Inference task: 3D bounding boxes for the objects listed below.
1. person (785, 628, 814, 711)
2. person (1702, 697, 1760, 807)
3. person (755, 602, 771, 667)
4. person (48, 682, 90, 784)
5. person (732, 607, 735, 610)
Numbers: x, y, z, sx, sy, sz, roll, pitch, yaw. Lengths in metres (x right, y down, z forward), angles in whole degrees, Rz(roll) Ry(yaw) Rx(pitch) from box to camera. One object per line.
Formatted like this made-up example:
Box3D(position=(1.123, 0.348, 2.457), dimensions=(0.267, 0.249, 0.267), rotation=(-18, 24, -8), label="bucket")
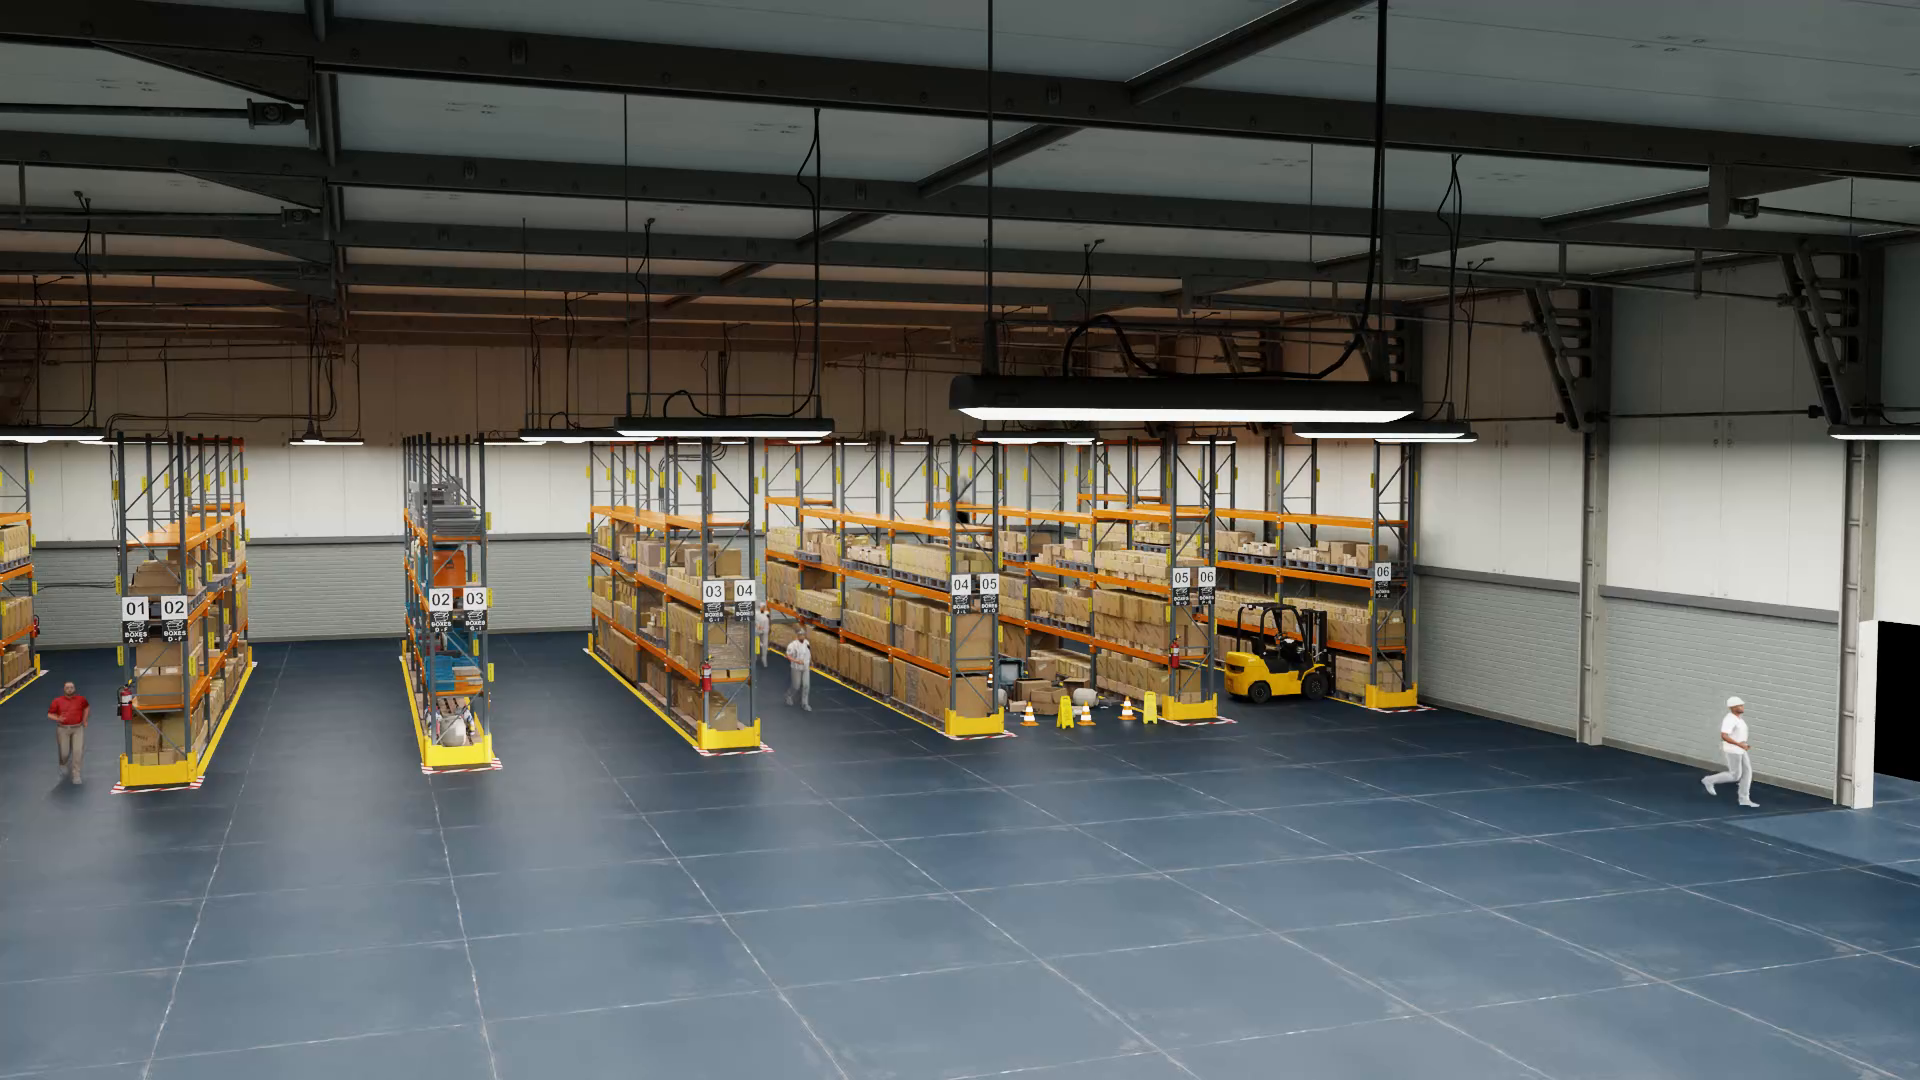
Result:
Box3D(position=(-3.515, 2.822, 36.541), dimensions=(0.689, 1.791, 0.818), rotation=(-2, 4, -34), label="person")
Box3D(position=(12.379, 3.381, 26.634), dimensions=(0.860, 1.750, 0.697), rotation=(3, 4, 40), label="person")
Box3D(position=(-5.269, 2.468, 43.943), dimensions=(0.628, 1.671, 0.974), rotation=(-2, 4, -27), label="person")
Box3D(position=(-15.199, 3.271, 28.413), dimensions=(0.666, 1.696, 0.948), rotation=(-2, 4, -34), label="person")
Box3D(position=(-6.780, 2.241, 47.864), dimensions=(0.620, 1.692, 0.800), rotation=(0, 3, 1), label="person")
